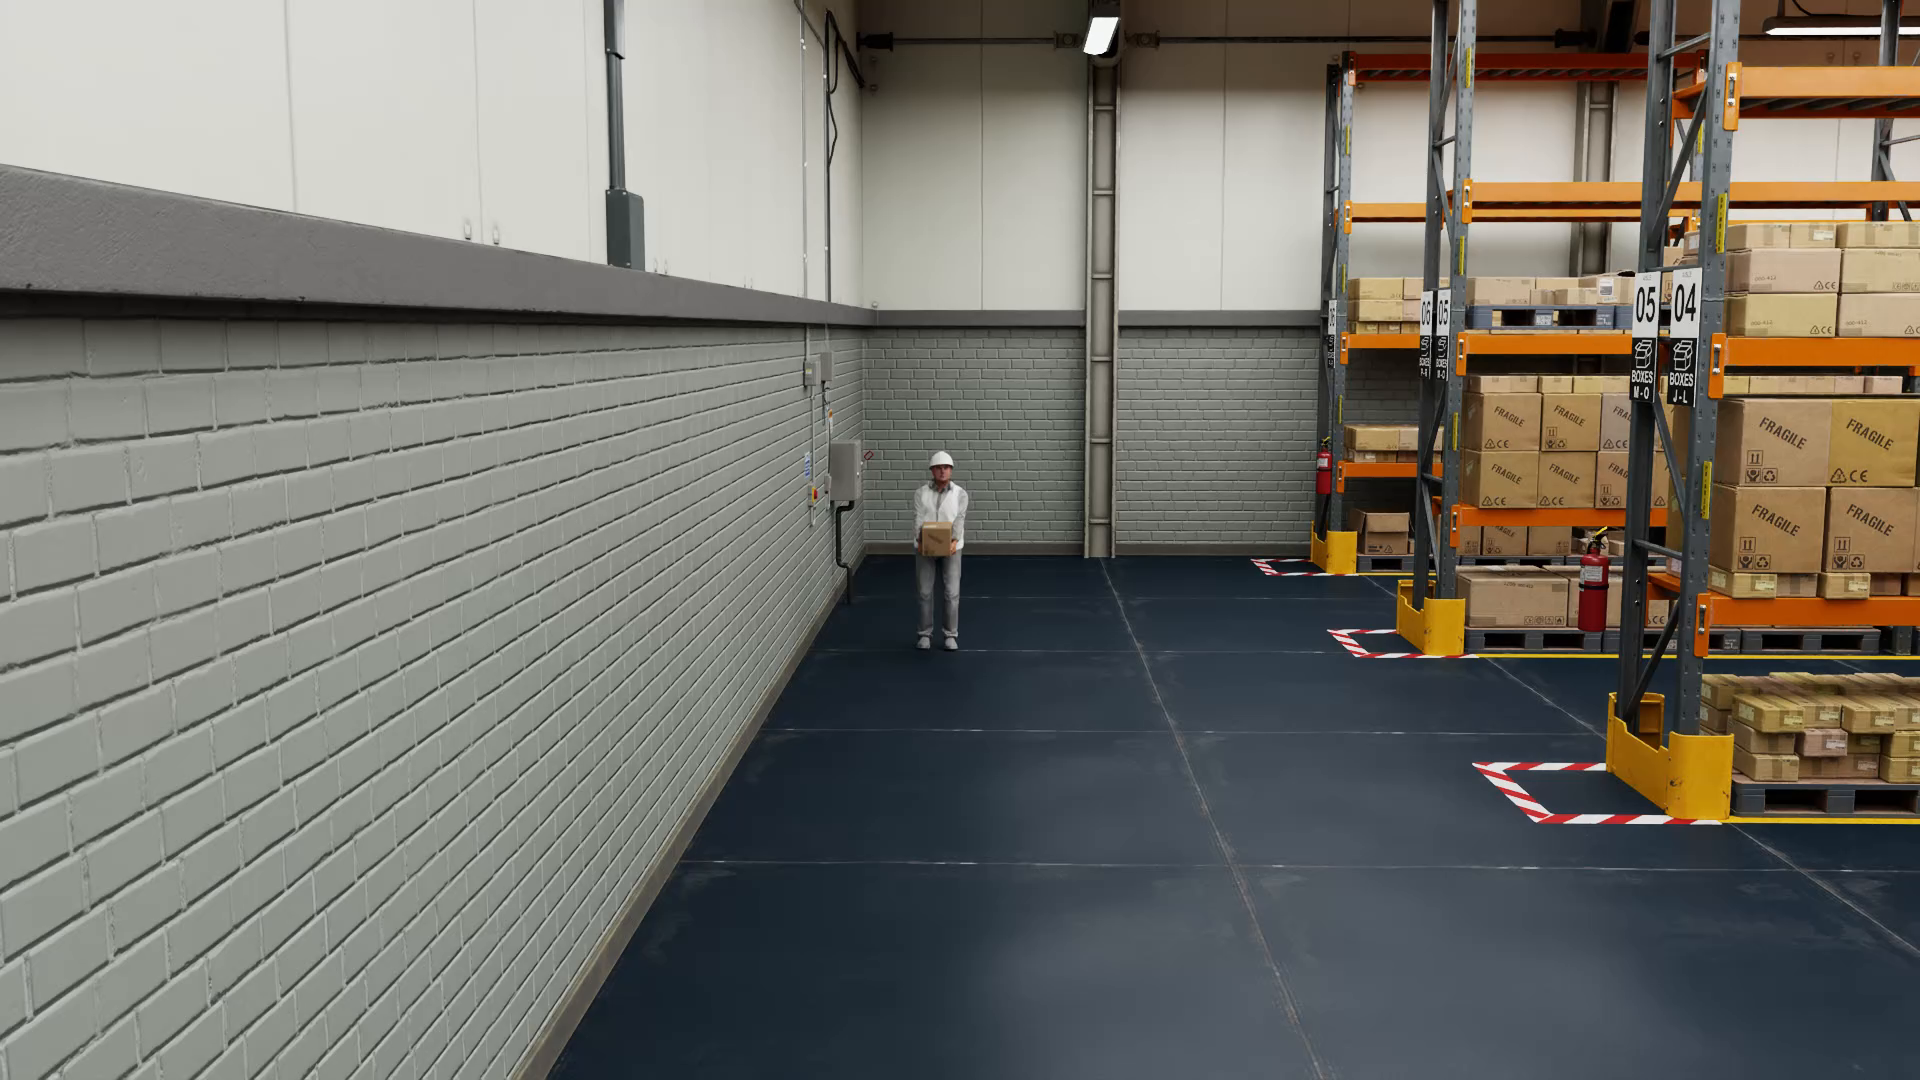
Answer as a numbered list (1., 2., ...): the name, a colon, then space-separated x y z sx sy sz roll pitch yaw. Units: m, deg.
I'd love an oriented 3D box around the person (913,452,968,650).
1. person: -0.176 0.101 14.887 0.494 1.764 0.556 0 7 2
